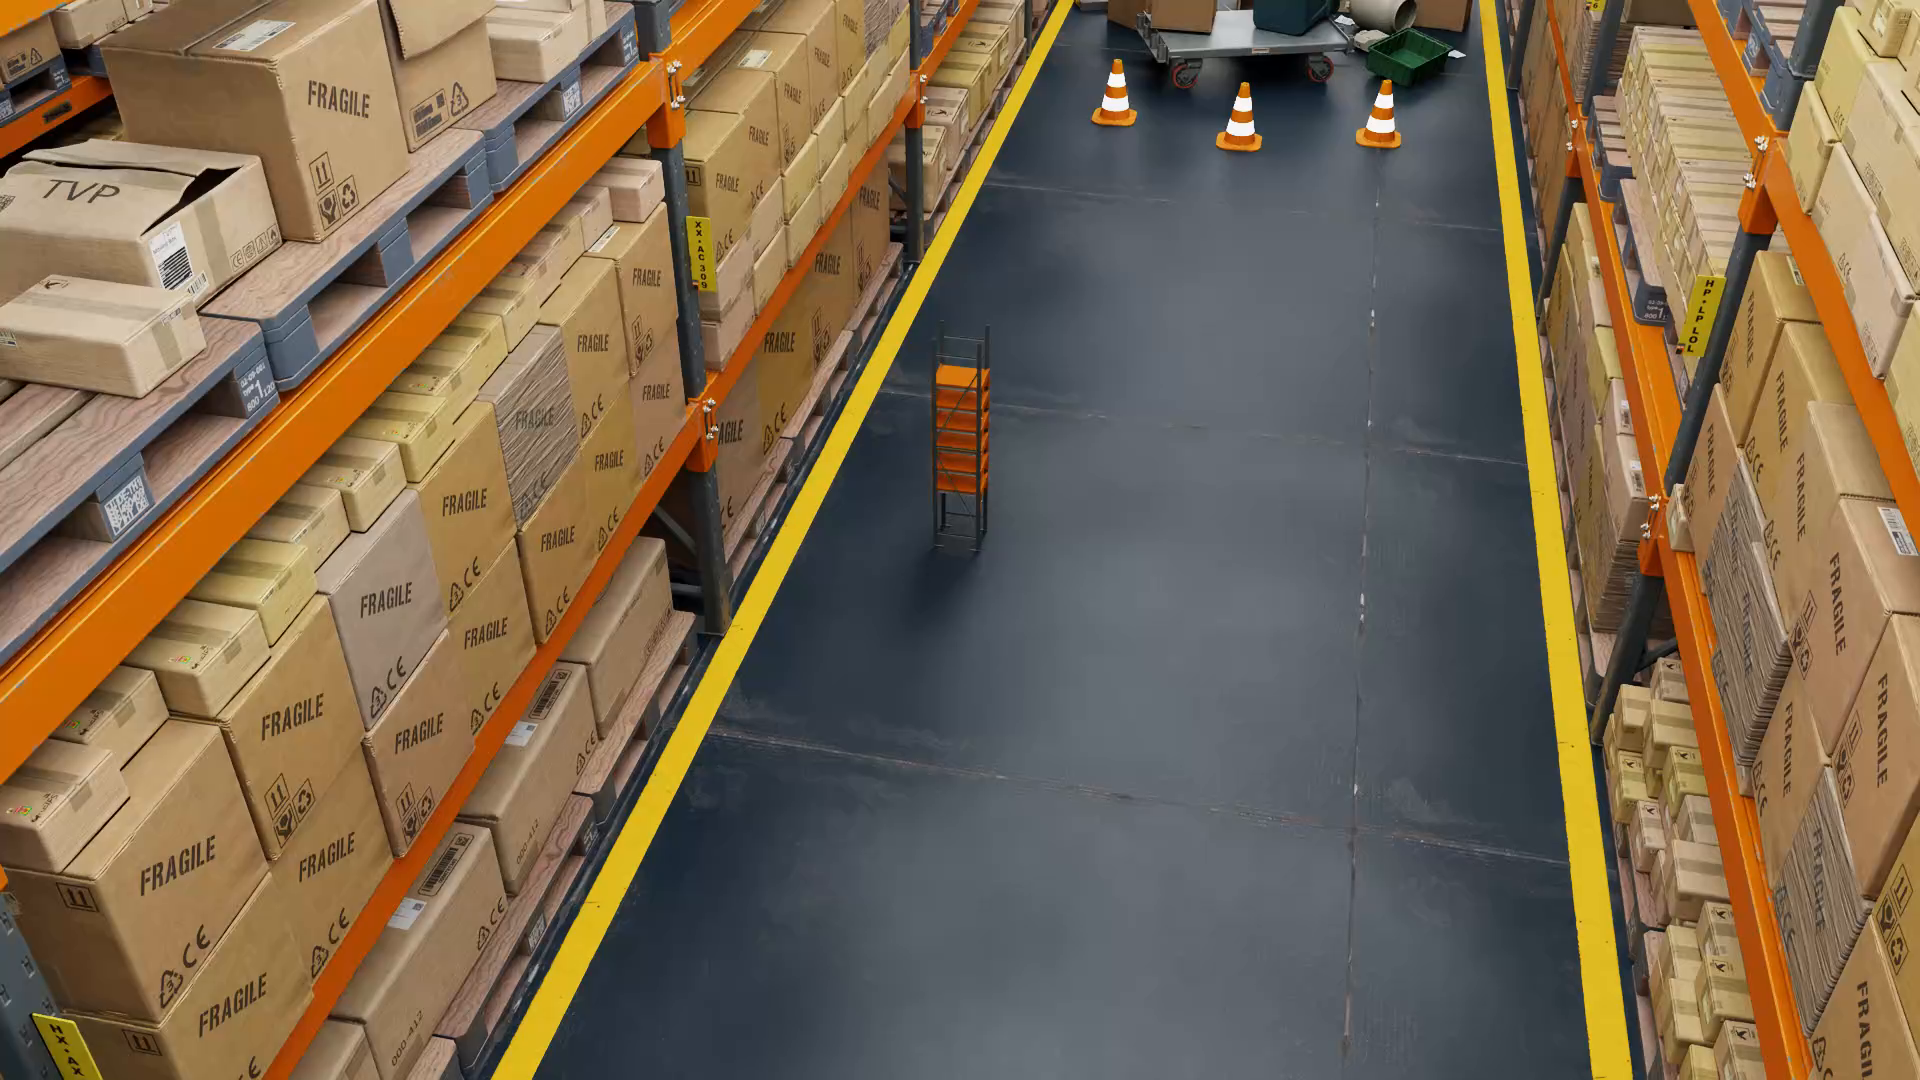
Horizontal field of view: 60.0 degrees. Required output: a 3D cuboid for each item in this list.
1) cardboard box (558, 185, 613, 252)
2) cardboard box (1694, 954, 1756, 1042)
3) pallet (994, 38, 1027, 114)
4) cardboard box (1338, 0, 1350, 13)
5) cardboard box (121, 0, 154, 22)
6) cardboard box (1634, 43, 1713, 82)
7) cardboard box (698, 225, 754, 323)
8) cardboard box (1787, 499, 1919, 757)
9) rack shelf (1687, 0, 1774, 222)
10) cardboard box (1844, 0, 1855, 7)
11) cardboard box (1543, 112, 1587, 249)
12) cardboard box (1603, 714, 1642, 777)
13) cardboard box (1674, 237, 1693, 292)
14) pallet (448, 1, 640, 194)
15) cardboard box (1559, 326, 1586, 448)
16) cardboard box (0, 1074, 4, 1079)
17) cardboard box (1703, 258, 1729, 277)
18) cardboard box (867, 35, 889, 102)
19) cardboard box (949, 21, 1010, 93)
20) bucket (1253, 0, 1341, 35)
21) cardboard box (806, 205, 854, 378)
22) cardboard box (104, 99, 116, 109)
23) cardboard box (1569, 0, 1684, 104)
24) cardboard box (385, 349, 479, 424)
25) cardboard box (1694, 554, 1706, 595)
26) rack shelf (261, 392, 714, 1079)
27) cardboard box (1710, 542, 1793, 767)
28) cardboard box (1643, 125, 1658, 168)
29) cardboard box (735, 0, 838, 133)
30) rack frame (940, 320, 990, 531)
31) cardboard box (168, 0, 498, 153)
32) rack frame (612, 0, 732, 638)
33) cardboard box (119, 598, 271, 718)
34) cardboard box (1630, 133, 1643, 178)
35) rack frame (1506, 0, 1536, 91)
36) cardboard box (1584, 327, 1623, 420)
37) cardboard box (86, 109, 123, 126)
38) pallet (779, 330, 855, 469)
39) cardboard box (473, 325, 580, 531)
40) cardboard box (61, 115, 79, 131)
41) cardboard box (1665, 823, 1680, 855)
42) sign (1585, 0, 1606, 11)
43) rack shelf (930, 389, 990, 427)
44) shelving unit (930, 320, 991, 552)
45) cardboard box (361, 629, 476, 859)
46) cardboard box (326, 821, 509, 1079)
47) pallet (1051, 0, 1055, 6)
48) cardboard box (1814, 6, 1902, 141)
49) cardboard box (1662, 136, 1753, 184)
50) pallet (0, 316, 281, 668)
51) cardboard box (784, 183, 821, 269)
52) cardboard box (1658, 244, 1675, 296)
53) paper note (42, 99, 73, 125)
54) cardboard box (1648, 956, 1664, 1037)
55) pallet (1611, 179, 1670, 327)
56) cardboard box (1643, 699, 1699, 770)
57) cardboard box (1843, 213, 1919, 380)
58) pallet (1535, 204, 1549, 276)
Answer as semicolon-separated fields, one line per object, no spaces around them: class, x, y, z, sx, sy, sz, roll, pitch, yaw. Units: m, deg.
cardboard box;-1.511;-1.201;6.131;0.380;0.149;0.250;8;37;11
cardboard box;2.629;1.523;5.427;0.380;0.149;0.250;7;37;10
pallet;-0.050;-3.858;13.663;1.003;0.211;1.213;7;37;10
cardboard box;3.540;-4.980;15.165;0.396;0.266;0.258;14;38;18
cardboard box;-5.355;-3.404;10.517;0.380;0.149;0.250;8;37;11
cardboard box;3.775;-2.492;8.751;0.380;0.149;0.250;6;36;9
cardboard box;-1.224;-1.206;7.329;0.500;0.250;0.500;6;36;9
cardboard box;2.584;0.256;4.420;0.500;0.500;0.500;6;36;8
rack shelf;3.691;-2.354;7.269;1.077;0.370;4.000;7;37;10
cardboard box;3.452;-1.913;5.604;0.700;0.500;0.500;7;37;10
cardboard box;4.336;-2.175;10.524;1.050;0.750;0.750;7;36;9
cardboard box;2.872;0.868;6.837;0.380;0.149;0.250;6;36;8
cardboard box;3.321;-1.176;7.190;0.380;0.149;0.250;6;36;8
pallet;-1.779;-1.558;5.633;1.003;0.211;1.213;7;37;10
cardboard box;3.509;-0.778;8.810;0.500;0.500;0.500;6;36;9
cardboard box;-2.604;1.096;4.367;0.500;0.500;0.500;8;37;10
cardboard box;3.215;-1.002;6.696;0.380;0.149;0.250;6;36;9
cardboard box;-0.701;-2.678;9.361;0.500;0.250;0.500;6;36;9
cardboard box;-0.145;-3.826;13.124;0.950;0.372;0.625;10;37;13
bucket;2.749;-4.528;13.706;0.726;0.611;0.620;20;51;26
cardboard box;-1.163;-1.553;9.560;0.875;0.875;0.875;8;37;11
cardboard box;-5.953;-2.712;11.478;0.500;0.500;0.500;9;37;12
cardboard box;3.952;-2.910;9.894;0.500;0.500;0.500;7;37;10
cardboard box;-1.721;-0.471;5.124;0.380;0.149;0.250;7;37;10
cardboard box;2.901;0.096;6.046;0.380;0.149;0.250;8;37;11
rack shelf;-2.021;0.591;5.762;1.077;0.370;4.000;7;37;10
cardboard box;2.670;0.376;5.107;0.500;0.500;0.500;7;36;9
cardboard box;3.601;-1.918;8.213;0.380;0.149;0.250;7;37;10
cardboard box;-0.924;-2.388;8.322;0.500;0.500;0.500;7;36;9
rack frame;0.023;-0.547;8.252;0.240;1.200;0.006;7;37;10
cardboard box;-1.850;-1.537;4.997;0.797;0.503;0.637;10;37;14
rack frame;-1.594;-0.847;7.133;1.000;3.000;0.127;7;37;10
cardboard box;-1.948;0.276;4.094;0.380;0.149;0.250;8;37;11
cardboard box;3.654;-1.951;8.513;0.380;0.149;0.250;9;37;12
rack frame;4.972;-4.871;12.685;1.000;3.000;0.127;7;37;10
cardboard box;3.398;-0.802;8.205;0.500;0.250;0.500;6;36;8
cardboard box;-5.475;-2.706;10.916;0.380;0.149;0.250;6;36;8
pallet;-1.244;-0.871;9.542;1.003;0.211;1.213;7;37;10
cardboard box;-1.641;-0.404;5.585;0.500;0.500;0.500;8;37;11
cardboard box;-6.088;-2.772;11.008;0.380;0.149;0.250;8;37;11
cardboard box;2.830;1.202;6.124;0.380;0.149;0.250;6;36;8
sign;3.575;-3.114;9.274;0.100;0.325;0.005;7;37;10
rack shelf;0.003;-0.652;8.065;0.258;0.103;0.180;7;37;10
shelving unit;0.003;-0.494;8.179;0.258;1.200;0.189;7;37;10
cardboard box;-1.858;0.584;5.074;0.500;0.500;0.500;7;37;10
cardboard box;-2.218;1.397;5.862;0.875;0.438;0.875;8;37;11
pallet;0.482;-5.395;15.784;1.003;0.211;1.213;7;37;10
cardboard box;2.926;-1.395;5.034;0.500;0.250;0.500;8;37;11
cardboard box;3.494;-1.750;7.728;0.380;0.149;0.250;7;36;9
pallet;-2.300;-0.159;3.703;1.003;0.211;1.213;7;37;10
cardboard box;-1.008;-1.594;8.291;0.500;0.250;0.500;7;37;10
cardboard box;3.373;-1.201;7.477;0.380;0.149;0.250;6;36;8
paper note;-2.568;-1.217;4.726;0.006;0.032;0.123;7;37;10
cardboard box;2.634;1.617;5.804;0.380;0.149;0.250;6;36;9
pallet;3.735;-1.360;8.004;1.003;0.211;1.213;7;37;10
cardboard box;2.871;0.781;6.451;0.380;0.149;0.250;9;37;12
cardboard box;2.678;-0.622;4.393;0.500;0.250;0.500;9;37;12
pallet;4.360;-1.891;10.950;1.003;0.211;1.213;7;37;10
